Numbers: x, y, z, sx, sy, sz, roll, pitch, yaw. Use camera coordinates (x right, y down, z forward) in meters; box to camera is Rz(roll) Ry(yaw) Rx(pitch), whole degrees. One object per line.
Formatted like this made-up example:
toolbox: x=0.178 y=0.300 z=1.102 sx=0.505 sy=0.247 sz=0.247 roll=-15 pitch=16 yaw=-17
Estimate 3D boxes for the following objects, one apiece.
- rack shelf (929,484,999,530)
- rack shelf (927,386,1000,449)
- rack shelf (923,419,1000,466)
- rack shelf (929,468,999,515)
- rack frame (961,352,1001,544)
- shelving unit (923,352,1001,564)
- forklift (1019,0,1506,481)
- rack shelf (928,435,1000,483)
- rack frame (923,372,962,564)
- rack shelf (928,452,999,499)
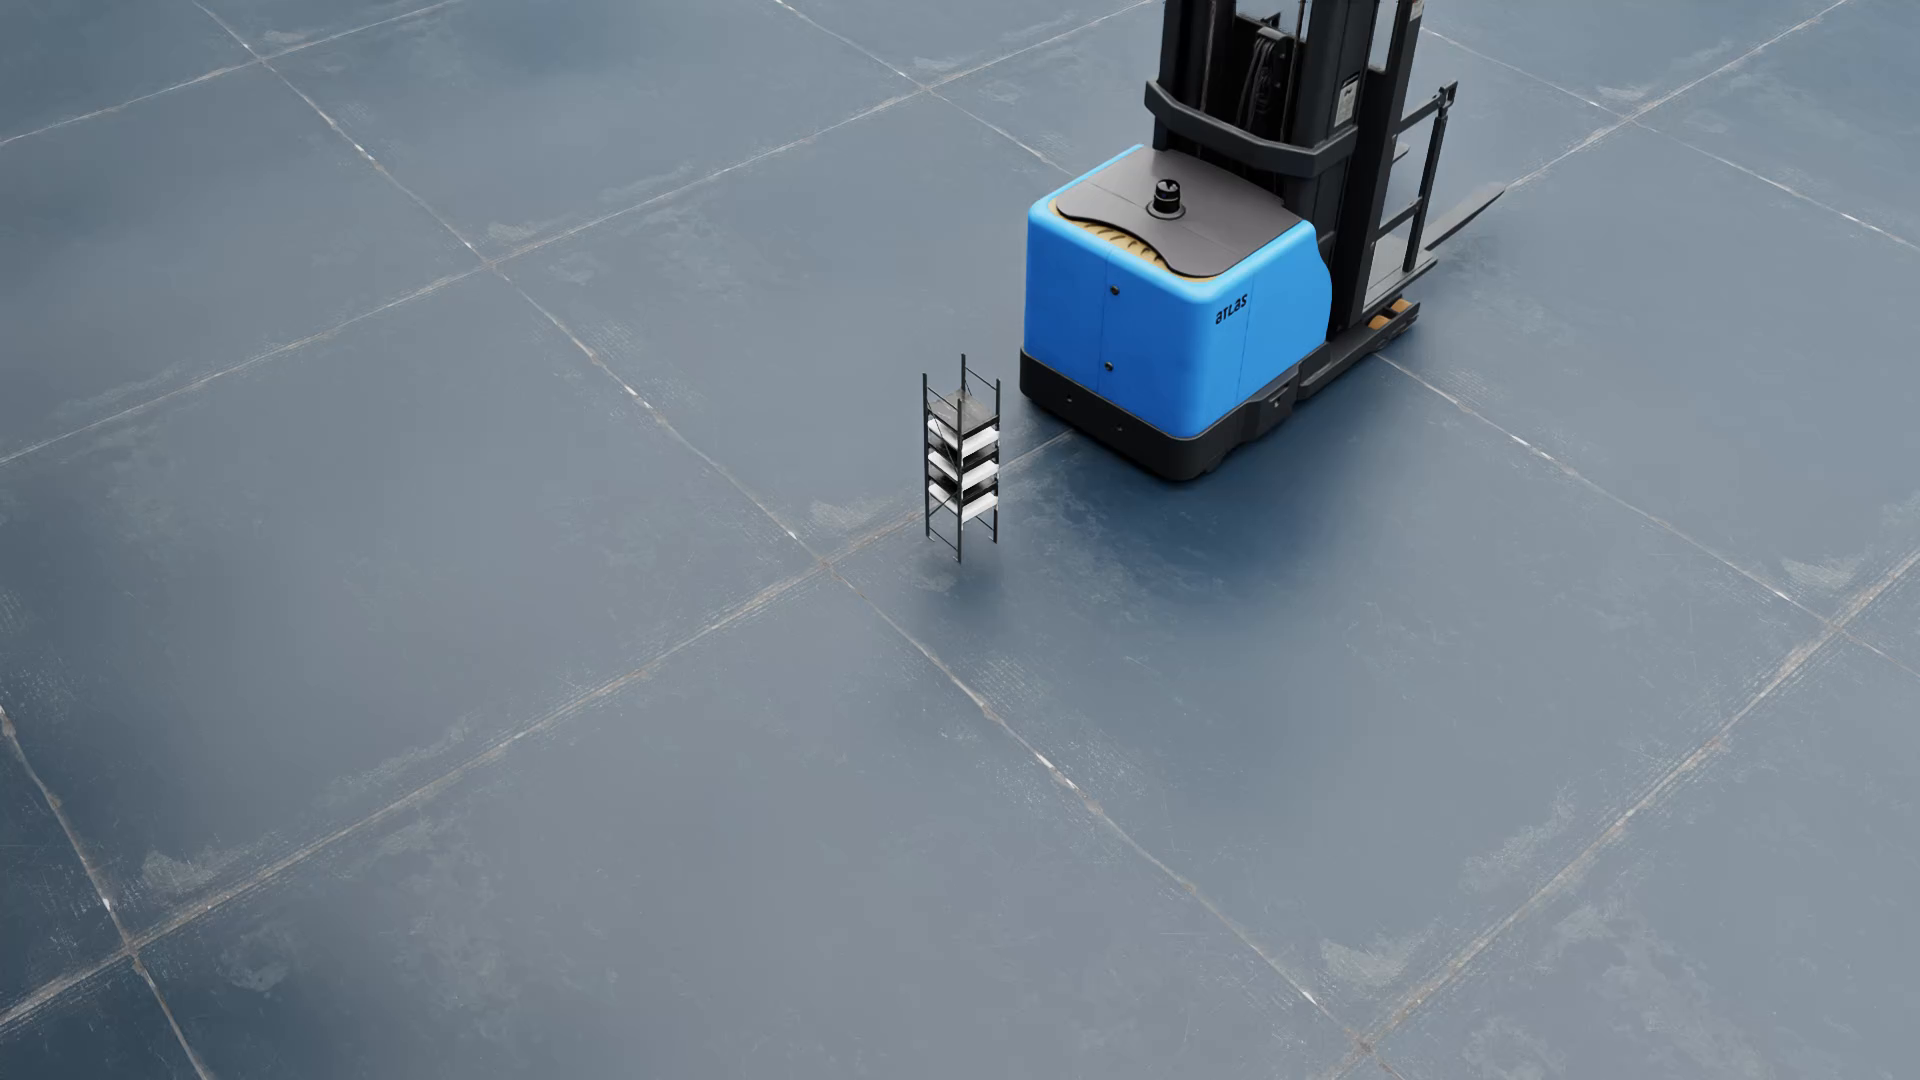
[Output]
rack shelf: x=0.006 y=-0.176 z=7.145 sx=0.200 sy=0.077 sz=0.258 roll=-30 pitch=51 yaw=-28
rack shelf: x=0.006 y=-0.504 z=6.837 sx=0.200 sy=0.077 sz=0.258 roll=-30 pitch=51 yaw=-28
rack shelf: x=0.006 y=-0.438 z=6.899 sx=0.200 sy=0.077 sz=0.258 roll=-30 pitch=51 yaw=-28
rack shelf: x=0.006 y=-0.242 z=7.084 sx=0.200 sy=0.077 sz=0.258 roll=-30 pitch=51 yaw=-28
rack frame: x=0.084 y=-0.376 z=7.047 sx=0.006 sy=0.900 sz=0.240 roll=-30 pitch=51 yaw=-28
shelving unit: x=0.006 y=-0.332 z=6.999 sx=0.210 sy=0.900 sz=0.258 roll=-30 pitch=51 yaw=-28
forklift: x=1.671 y=-2.245 z=7.553 sx=1.130 sy=2.935 sz=3.031 roll=34 pitch=53 yaw=31
rack shelf: x=0.006 y=-0.373 z=6.961 sx=0.200 sy=0.077 sz=0.258 roll=-30 pitch=51 yaw=-28
rack frame: x=-0.072 y=-0.287 z=6.952 sx=0.006 sy=0.900 sz=0.240 roll=-30 pitch=51 yaw=-28
rack shelf: x=0.006 y=-0.307 z=7.022 sx=0.200 sy=0.077 sz=0.258 roll=-30 pitch=51 yaw=-28
